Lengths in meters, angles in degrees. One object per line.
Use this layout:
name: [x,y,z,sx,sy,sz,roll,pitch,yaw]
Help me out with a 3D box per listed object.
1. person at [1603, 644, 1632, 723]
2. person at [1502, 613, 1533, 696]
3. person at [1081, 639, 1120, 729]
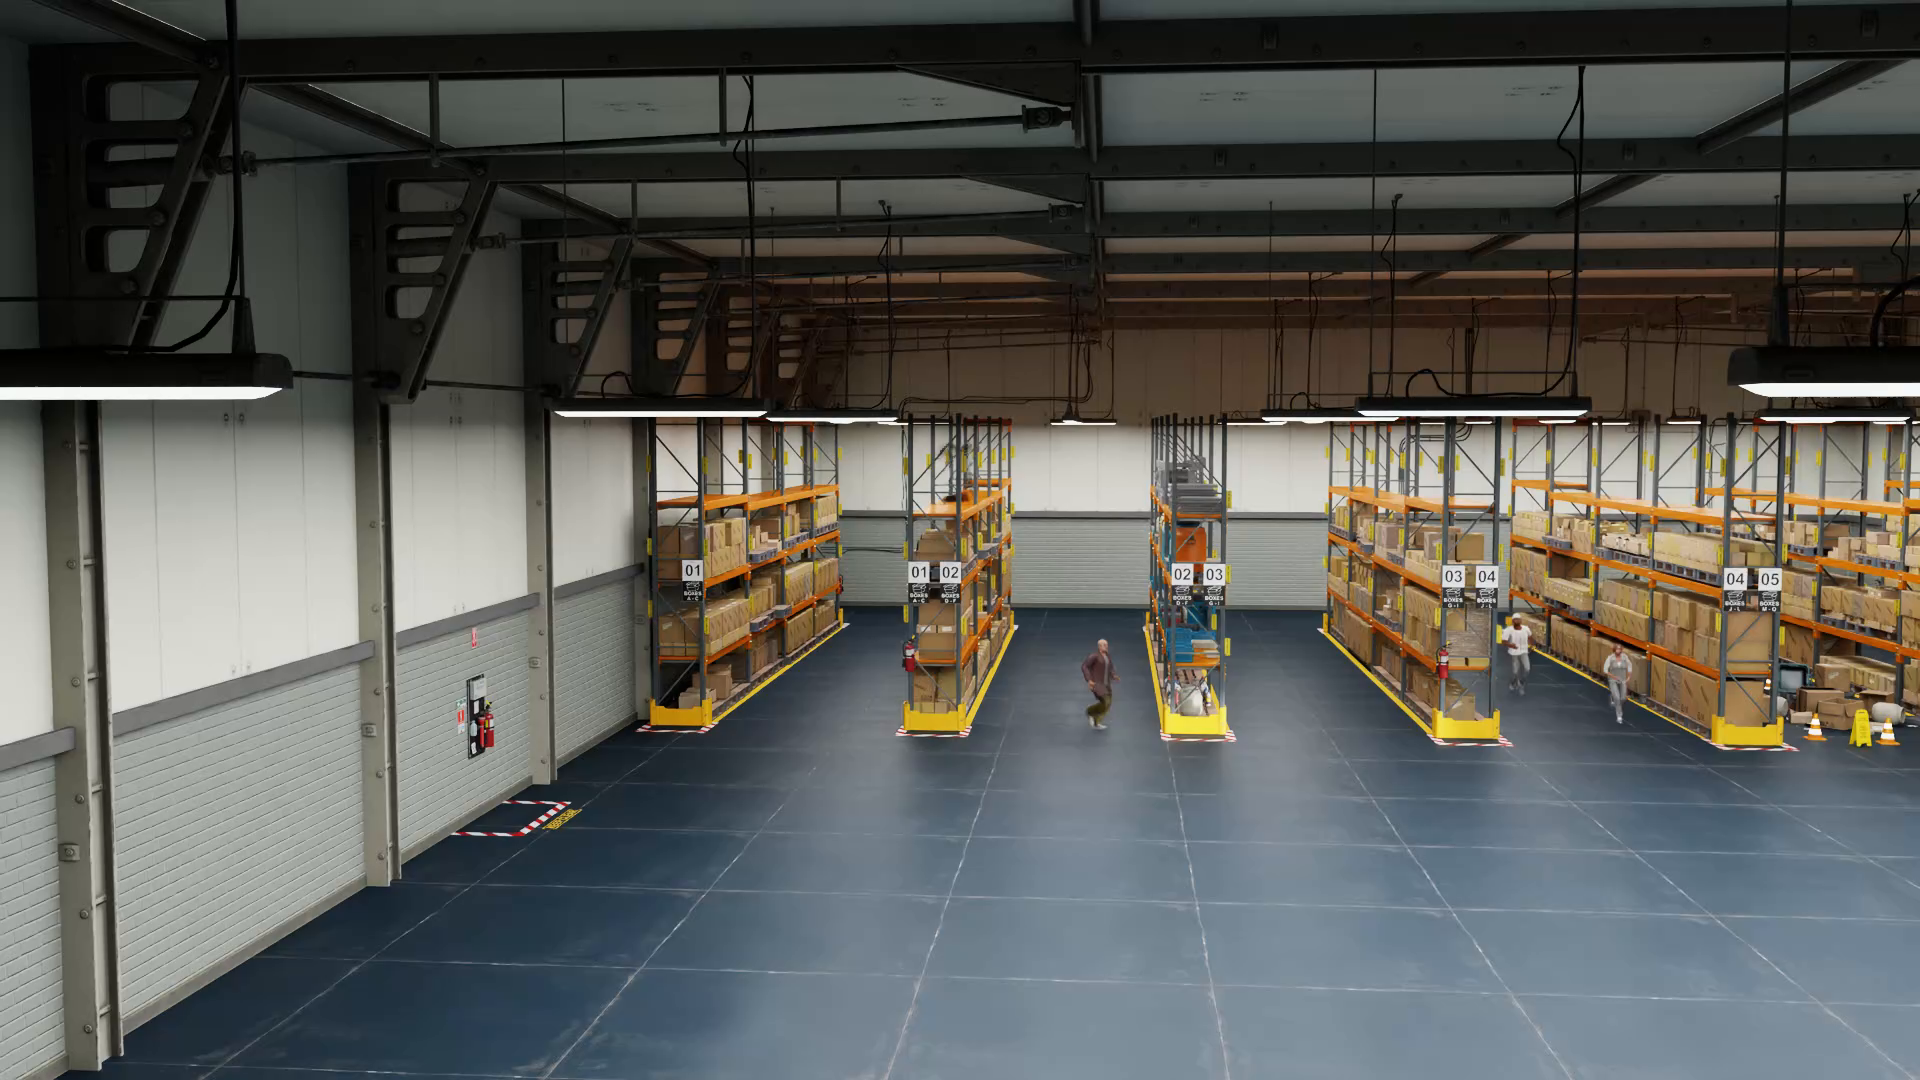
person: [12.847,2.783,32.498,0.575,1.557,0.653,0,4,4]
person: [12.009,2.458,35.749,0.710,1.769,0.705,0,4,3]
person: [2.694,2.743,31.451,0.701,1.710,0.670,-4,5,-45]
